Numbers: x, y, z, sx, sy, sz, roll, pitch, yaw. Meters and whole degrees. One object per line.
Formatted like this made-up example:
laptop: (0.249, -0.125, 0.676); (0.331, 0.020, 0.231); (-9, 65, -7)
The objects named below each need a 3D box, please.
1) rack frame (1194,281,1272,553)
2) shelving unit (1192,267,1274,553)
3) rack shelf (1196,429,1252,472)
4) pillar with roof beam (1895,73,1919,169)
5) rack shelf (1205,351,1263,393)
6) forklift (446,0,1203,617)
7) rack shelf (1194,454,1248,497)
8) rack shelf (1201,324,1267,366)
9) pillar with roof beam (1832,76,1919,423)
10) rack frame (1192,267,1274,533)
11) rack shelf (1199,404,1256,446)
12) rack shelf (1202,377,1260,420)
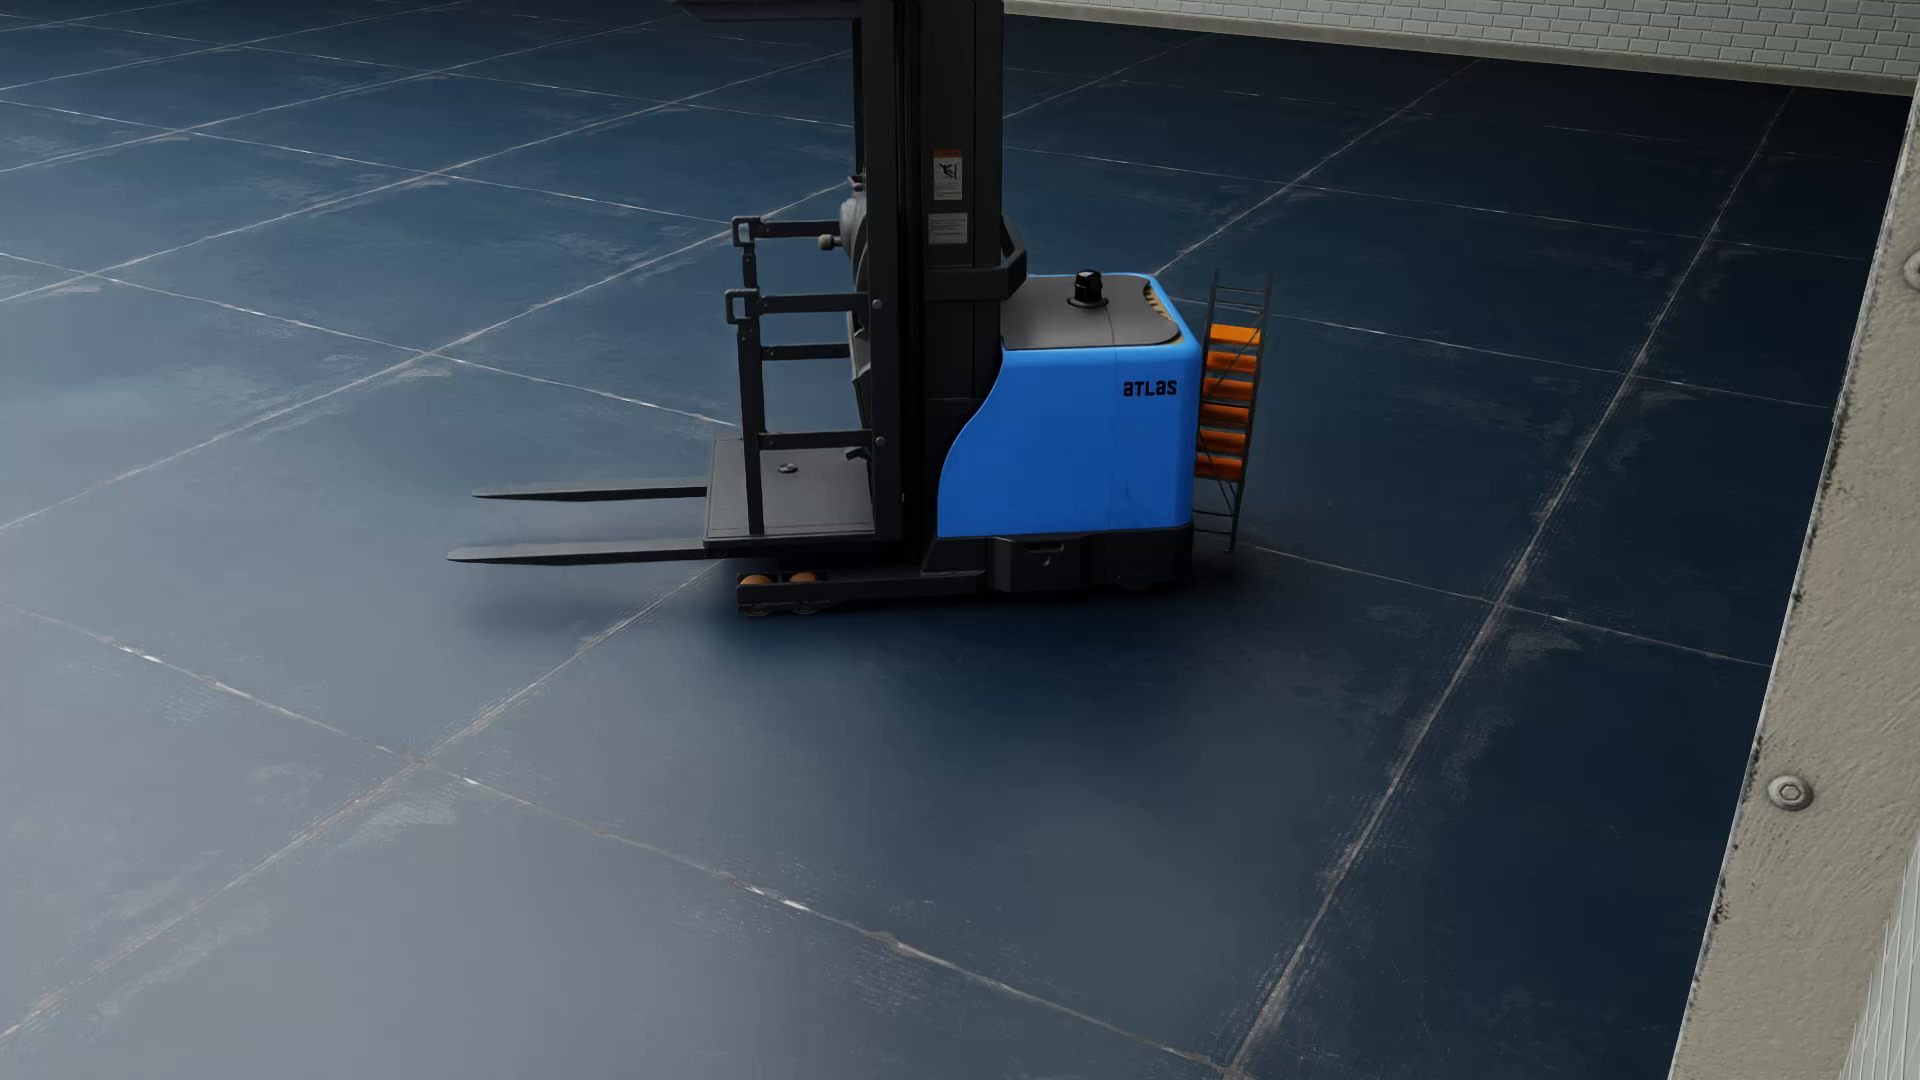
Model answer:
rack frame: (1.102, -0.495, 6.960); (0.240, 1.200, 0.006); (8, 28, 9)
shelving unit: (1.120, -0.535, 7.040); (0.258, 1.200, 0.189); (8, 28, 9)
rack shelf: (1.112, -0.389, 7.115); (0.258, 0.103, 0.180); (8, 28, 9)
pillar with roof beam: (3.910, -7.958, 13.171); (9.100, 9.000, 0.400); (14, 30, 26)
rack shelf: (1.131, -0.709, 6.951); (0.258, 0.103, 0.180); (8, 28, 9)
forklift: (-0.589, -1.249, 6.547); (3.031, 2.935, 1.130); (-2, 27, -5)
rack shelf: (1.105, -0.283, 7.170); (0.258, 0.103, 0.180); (8, 28, 9)
rack shelf: (1.137, -0.816, 6.896); (0.258, 0.103, 0.180); (8, 28, 9)
pillar with roof beam: (0.958, -5.619, 8.500); (9.100, 9.000, 0.400); (14, 30, 26)
rack frame: (1.139, -0.575, 7.120); (0.240, 1.200, 0.006); (8, 28, 9)
rack shelf: (1.118, -0.496, 7.060); (0.258, 0.103, 0.180); (8, 28, 9)
rack shelf: (1.124, -0.602, 7.005); (0.258, 0.103, 0.180); (8, 28, 9)
